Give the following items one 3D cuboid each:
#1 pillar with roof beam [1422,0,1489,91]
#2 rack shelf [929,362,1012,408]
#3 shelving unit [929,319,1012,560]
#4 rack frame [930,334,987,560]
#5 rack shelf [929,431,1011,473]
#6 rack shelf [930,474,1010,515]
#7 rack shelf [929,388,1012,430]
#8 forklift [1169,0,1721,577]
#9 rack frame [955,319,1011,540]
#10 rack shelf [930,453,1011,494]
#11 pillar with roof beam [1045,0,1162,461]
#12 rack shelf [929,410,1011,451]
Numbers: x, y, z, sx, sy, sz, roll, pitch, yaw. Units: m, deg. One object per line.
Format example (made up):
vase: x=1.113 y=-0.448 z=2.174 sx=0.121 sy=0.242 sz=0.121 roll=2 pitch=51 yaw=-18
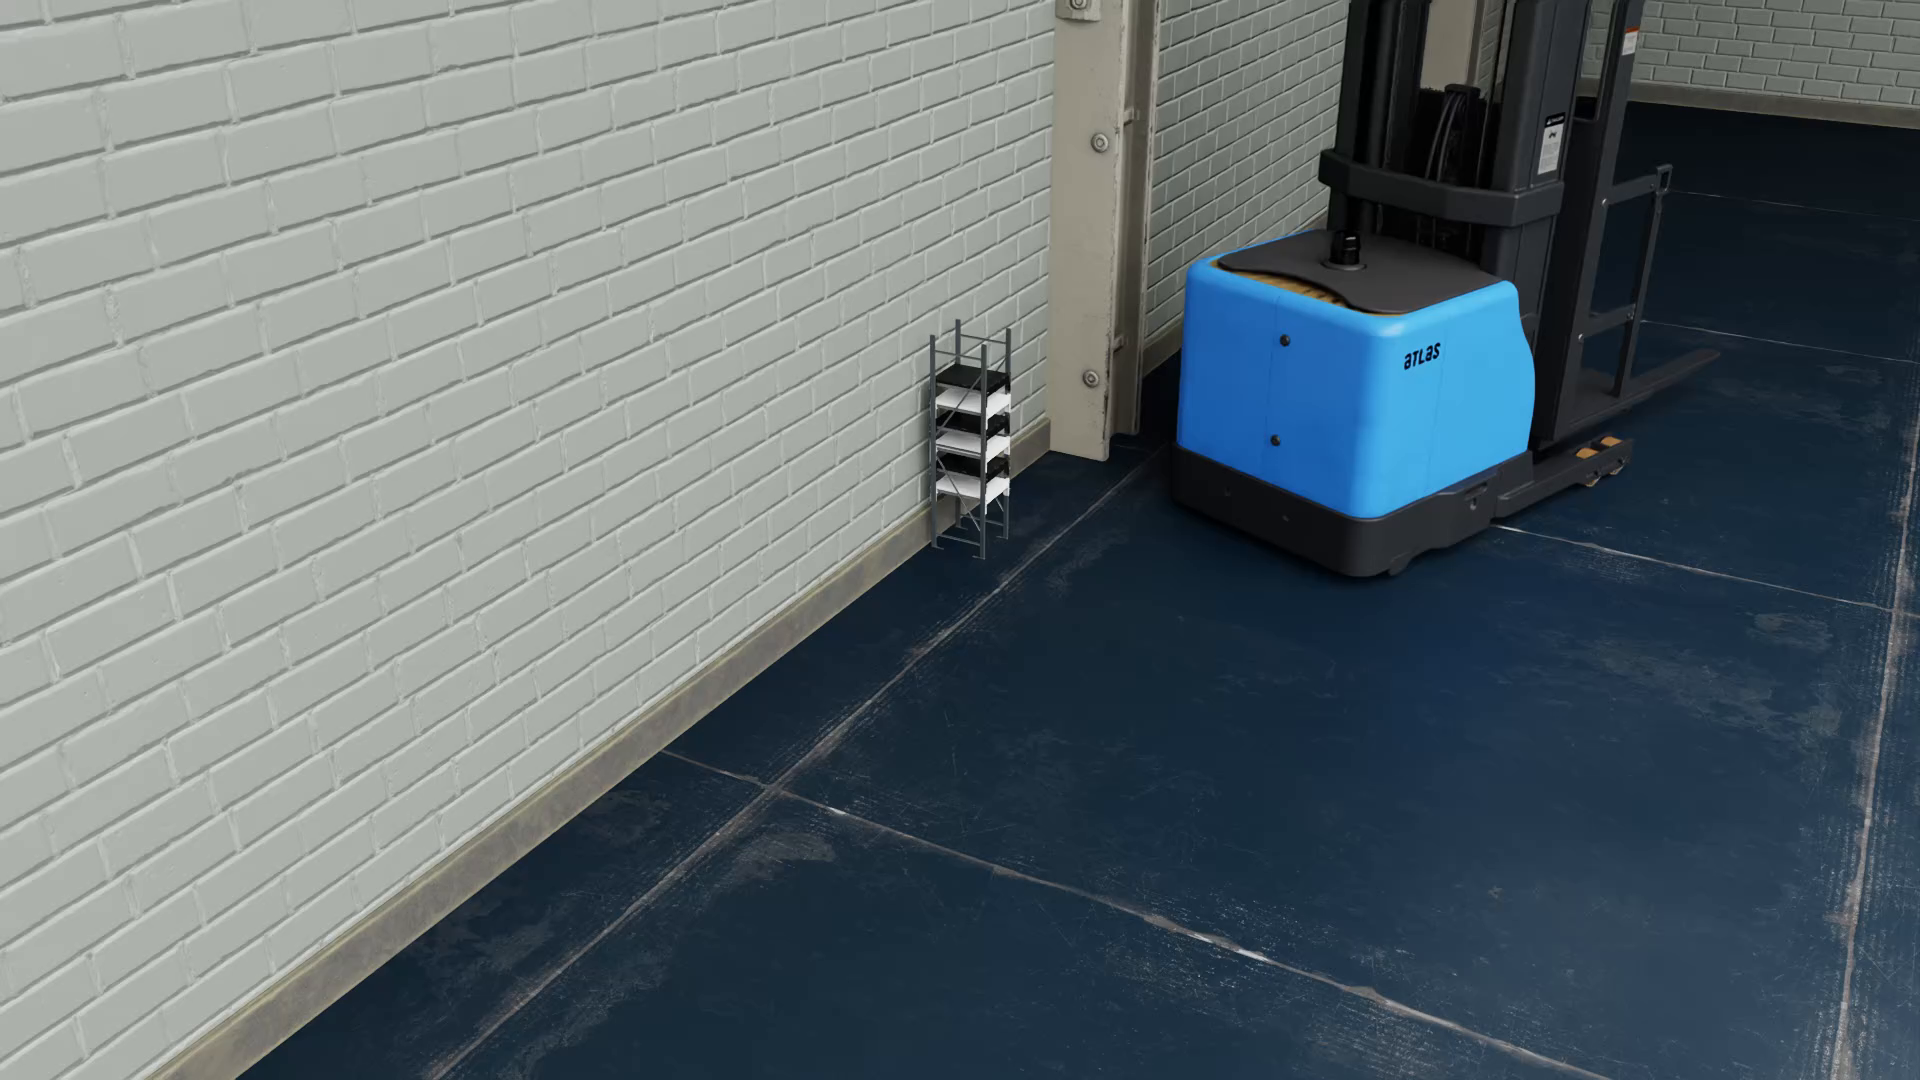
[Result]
pillar with roof beam: x=7.308 y=-5.877 z=8.438 sx=9.100 sy=9.000 sz=0.400 roll=14 pitch=30 yaw=26
rack shelf: x=0.041 y=-0.601 z=6.416 sx=0.258 sy=0.077 sz=0.200 roll=14 pitch=30 yaw=25
shelving unit: x=0.041 y=-0.390 z=6.523 sx=0.258 sy=0.900 sz=0.210 roll=14 pitch=30 yaw=25
rack frame: x=-0.008 y=-0.350 z=6.442 sx=0.240 sy=0.900 sz=0.006 roll=14 pitch=30 yaw=25
rack shelf: x=0.041 y=-0.360 z=6.537 sx=0.258 sy=0.077 sz=0.200 roll=14 pitch=30 yaw=25
rack shelf: x=0.040 y=-0.199 z=6.618 sx=0.258 sy=0.077 sz=0.200 roll=14 pitch=30 yaw=25
rack shelf: x=0.041 y=-0.521 z=6.457 sx=0.258 sy=0.077 sz=0.200 roll=14 pitch=30 yaw=25
forklift: x=2.328 y=-1.702 z=6.876 sx=3.031 sy=2.935 sz=1.130 roll=-21 pitch=33 yaw=-35
rack frame: x=0.089 y=-0.430 z=6.603 sx=0.240 sy=0.900 sz=0.006 roll=14 pitch=30 yaw=25
rack shelf: x=0.040 y=-0.279 z=6.578 sx=0.258 sy=0.077 sz=0.200 roll=14 pitch=30 yaw=25
pillar with roof beam: x=4.357 y=-3.539 z=3.767 sx=9.100 sy=9.000 sz=0.400 roll=14 pitch=30 yaw=26
rack shelf: x=0.041 y=-0.440 z=6.497 sx=0.258 sy=0.077 sz=0.200 roll=14 pitch=30 yaw=25
